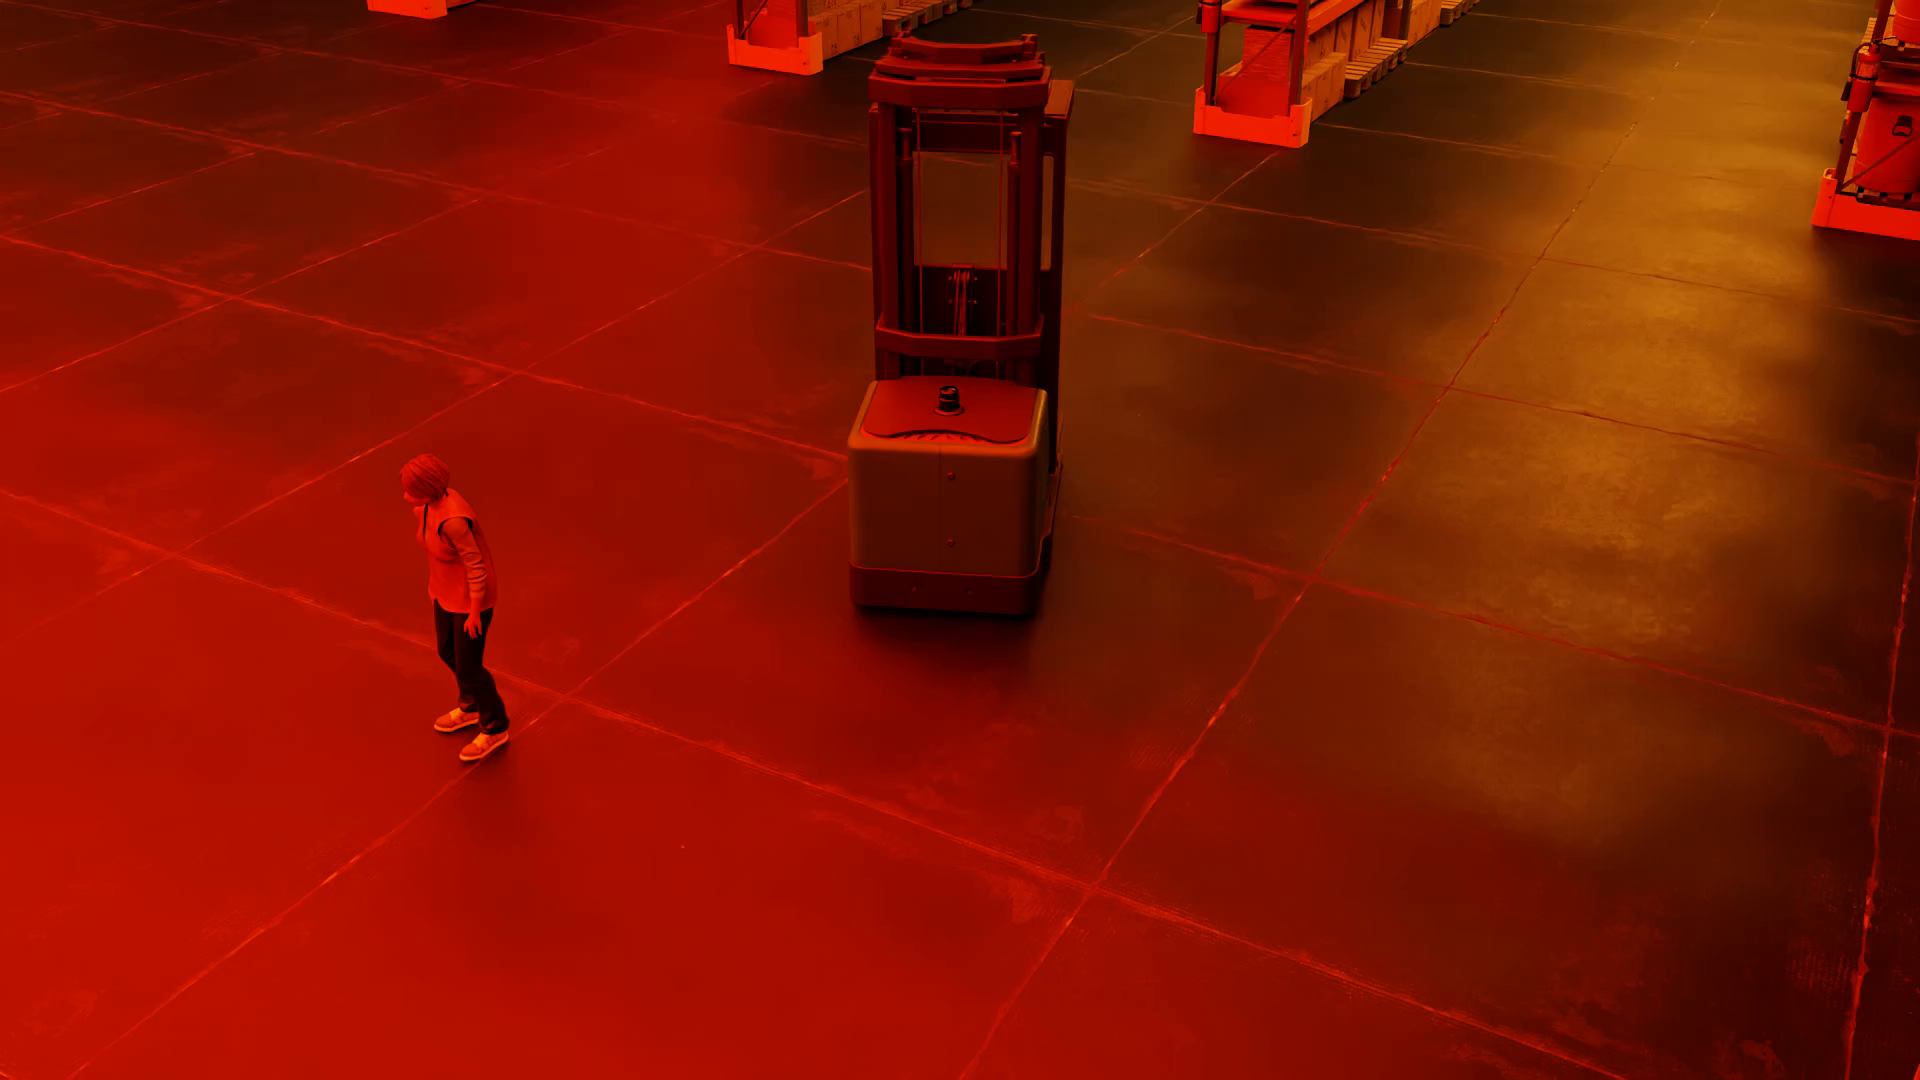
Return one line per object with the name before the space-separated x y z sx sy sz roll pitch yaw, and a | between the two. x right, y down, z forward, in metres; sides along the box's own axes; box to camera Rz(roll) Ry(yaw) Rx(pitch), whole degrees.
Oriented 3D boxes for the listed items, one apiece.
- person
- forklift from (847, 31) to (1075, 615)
person | -2.383 0.295 7.903 0.345 1.591 0.459 -22 37 -33
forklift | 0.072 -1.572 9.794 1.130 2.935 3.031 3 30 6
